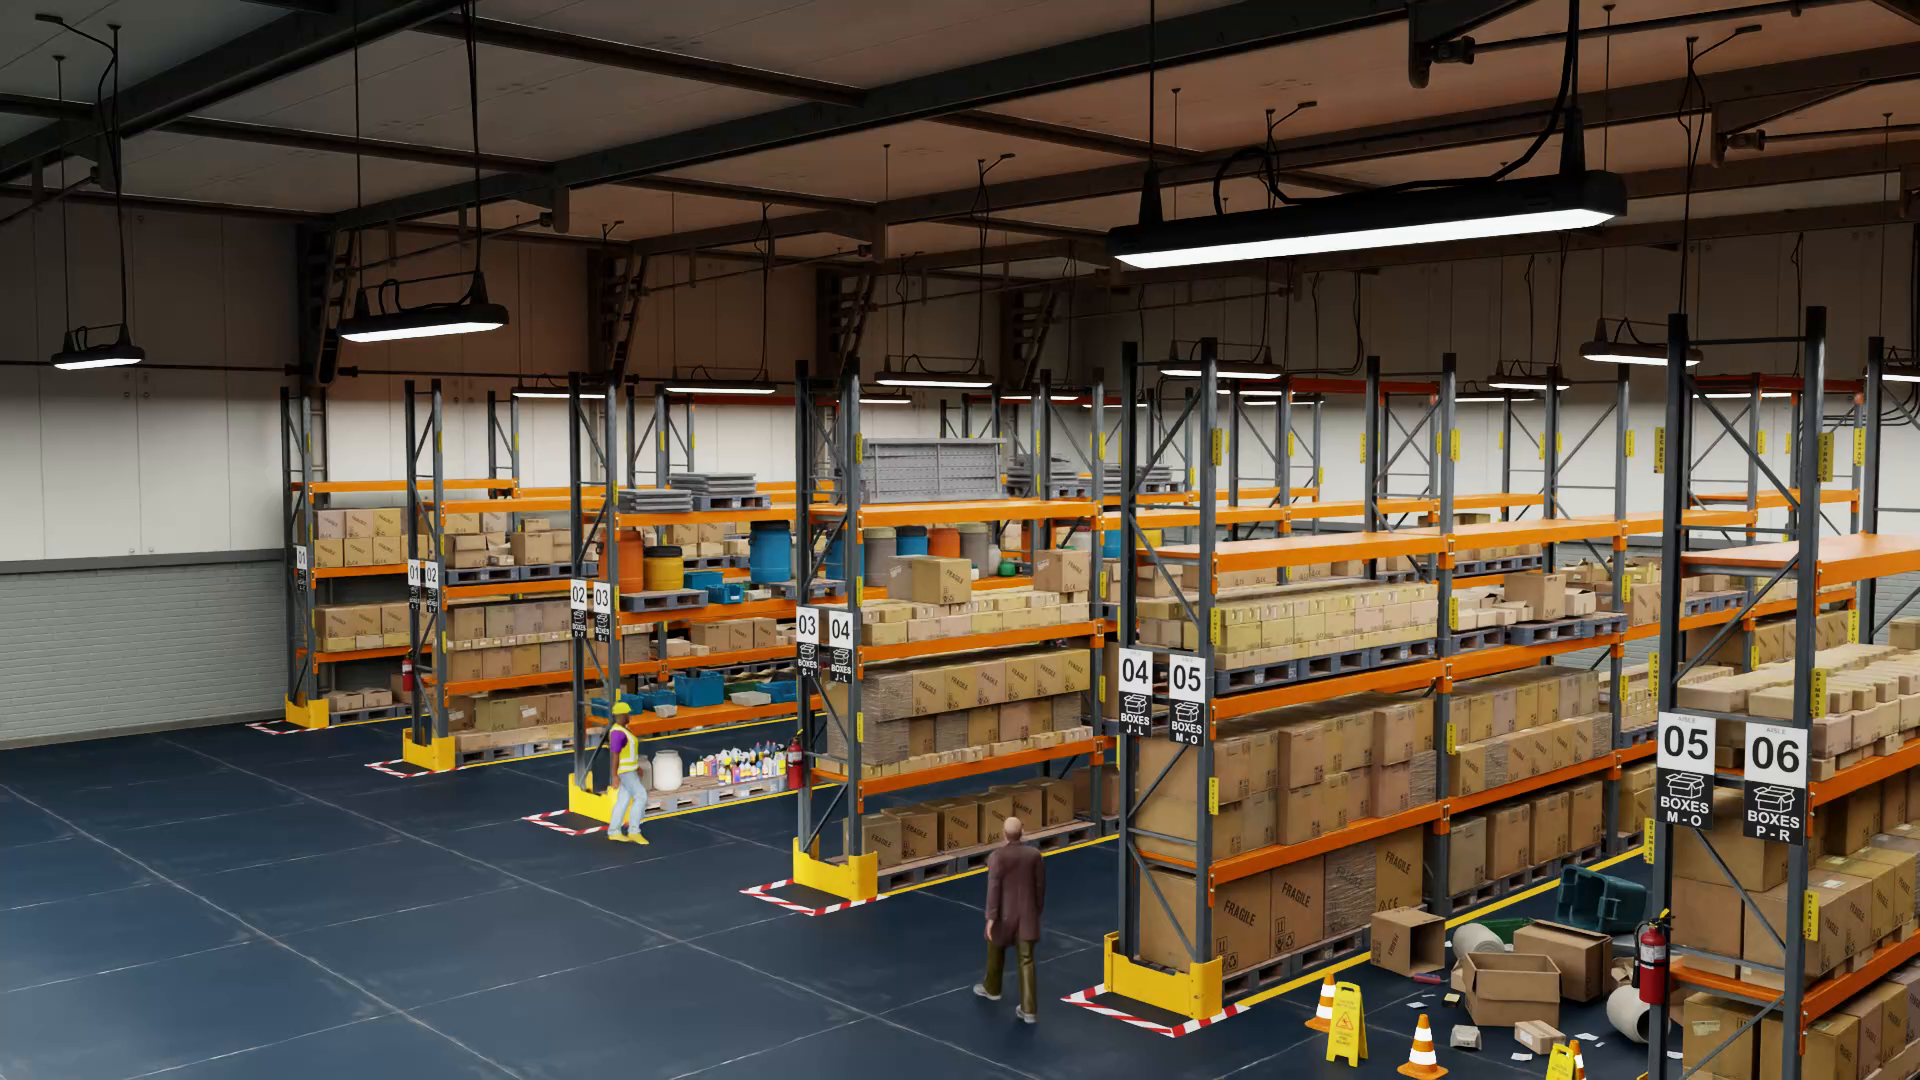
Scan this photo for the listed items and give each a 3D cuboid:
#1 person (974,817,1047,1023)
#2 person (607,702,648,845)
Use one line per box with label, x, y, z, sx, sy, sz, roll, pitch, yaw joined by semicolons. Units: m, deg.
person;0.467;3.325;14.839;0.626;1.720;1.042;-1;4;-16
person;-4.209;2.945;21.069;0.526;1.778;0.607;0;4;-6
